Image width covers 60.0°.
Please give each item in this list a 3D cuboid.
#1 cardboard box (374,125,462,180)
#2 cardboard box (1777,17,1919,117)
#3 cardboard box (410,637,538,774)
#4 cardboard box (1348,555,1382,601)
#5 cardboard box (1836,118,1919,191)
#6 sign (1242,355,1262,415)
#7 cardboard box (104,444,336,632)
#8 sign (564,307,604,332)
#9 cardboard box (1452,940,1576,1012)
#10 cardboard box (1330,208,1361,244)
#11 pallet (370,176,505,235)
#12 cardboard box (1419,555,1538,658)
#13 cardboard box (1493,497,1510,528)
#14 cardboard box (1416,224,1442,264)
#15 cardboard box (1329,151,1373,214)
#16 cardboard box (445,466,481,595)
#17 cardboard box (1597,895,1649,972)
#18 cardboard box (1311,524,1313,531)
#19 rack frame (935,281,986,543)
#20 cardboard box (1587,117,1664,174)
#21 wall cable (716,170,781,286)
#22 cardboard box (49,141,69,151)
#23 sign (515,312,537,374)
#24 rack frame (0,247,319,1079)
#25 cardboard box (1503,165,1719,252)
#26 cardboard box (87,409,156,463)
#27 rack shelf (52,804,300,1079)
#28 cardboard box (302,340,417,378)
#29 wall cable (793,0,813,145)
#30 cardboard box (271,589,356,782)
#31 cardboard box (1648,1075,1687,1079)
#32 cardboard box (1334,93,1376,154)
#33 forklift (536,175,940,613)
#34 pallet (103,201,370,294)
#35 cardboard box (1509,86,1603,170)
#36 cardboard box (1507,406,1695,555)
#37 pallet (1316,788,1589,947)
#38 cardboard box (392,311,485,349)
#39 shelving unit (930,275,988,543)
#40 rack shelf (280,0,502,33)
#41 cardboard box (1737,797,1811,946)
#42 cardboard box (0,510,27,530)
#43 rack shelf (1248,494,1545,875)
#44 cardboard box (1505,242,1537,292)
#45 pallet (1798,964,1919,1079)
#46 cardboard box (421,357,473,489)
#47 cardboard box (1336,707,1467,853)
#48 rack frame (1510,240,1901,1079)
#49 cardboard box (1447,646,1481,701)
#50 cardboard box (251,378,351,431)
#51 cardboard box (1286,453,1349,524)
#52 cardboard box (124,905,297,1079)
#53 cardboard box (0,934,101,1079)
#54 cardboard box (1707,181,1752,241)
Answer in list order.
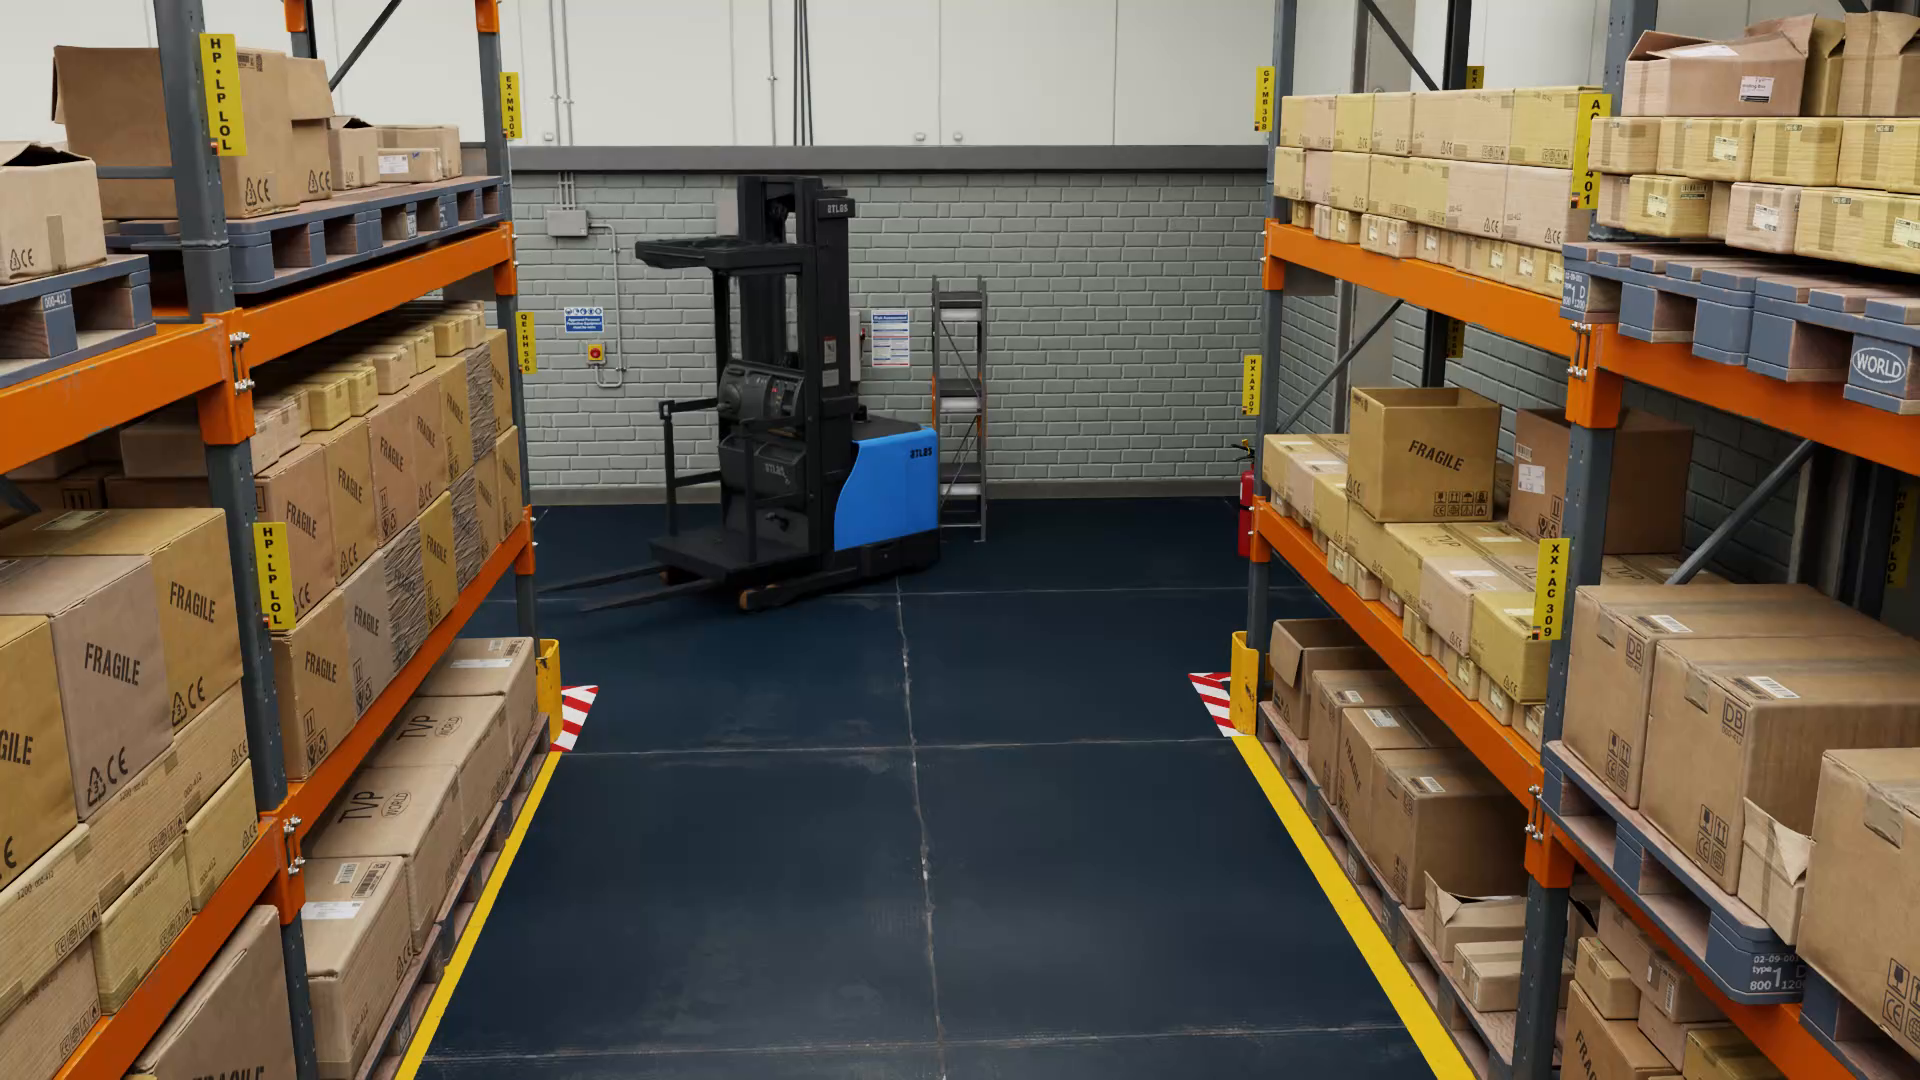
[{"bbox_3d":[-2.704,-1.875,8.033,0.500,0.250,0.500,-2,15,-9],"label":"cardboard box"},{"bbox_3d":[2.467,-1.289,4.530,0.396,0.266,0.258,-1,14,-4],"label":"cardboard box"},{"bbox_3d":[-2.681,0.846,8.518,0.875,0.438,0.875,-1,14,-5],"label":"cardboard box"},{"bbox_3d":[1.946,0.162,7.380,0.380,0.149,0.250,-1,14,-2],"label":"cardboard box"},{"bbox_3d":[2.138,-0.827,3.566,0.380,0.149,0.250,-1,14,-3],"label":"cardboard box"},{"bbox_3d":[1.591,-0.842,9.044,0.100,0.325,0.005,-1,14,-3],"label":"sign"},{"bbox_3d":[-2.362,-0.014,5.354,0.500,0.500,0.500,-1,14,-3],"label":"cardboard box"},{"bbox_3d":[-3.246,-1.901,14.354,0.327,0.218,0.001,-1,14,-3],"label":"sign"},{"bbox_3d":[2.052,1.606,6.142,0.380,0.149,0.250,-1,14,-5],"label":"cardboard box"},{"bbox_3d":[1.897,-1.422,7.519,0.380,0.149,0.250,-1,14,-4],"label":"cardboard box"},{"bbox_3d":[-2.765,-1.579,7.804,1.003,0.211,1.213,-1,14,-3],"label":"pallet"},{"bbox_3d":[2.059,0.244,6.260,0.500,0.250,0.500,-1,14,-3],"label":"cardboard box"},{"bbox_3d":[2.514,-0.011,7.254,0.500,0.250,0.500,-1,14,-4],"label":"cardboard box"},{"bbox_3d":[2.023,-1.171,6.543,0.380,0.149,0.250,-1,14,-3],"label":"cardboard box"},{"bbox_3d":[1.958,-1.588,7.361,0.500,0.250,0.500,-1,14,-5],"label":"cardboard box"},{"bbox_3d":[-2.470,-0.034,7.437,0.500,0.500,0.500,0,14,-2],"label":"cardboard box"},{"bbox_3d":[2.197,1.205,5.100,0.380,0.149,0.250,-1,14,-4],"label":"cardboard box"},{"bbox_3d":[1.992,-0.097,8.386,0.380,0.149,0.250,-1,14,-4],"label":"cardboard box"},{"bbox_3d":[0.005,-0.997,13.189,0.400,2.100,0.015,-1,14,-3],"label":"rack frame"},{"bbox_3d":[1.961,-1.083,4.558,0.380,0.149,0.250,0,14,-2],"label":"cardboard box"},{"bbox_3d":[-1.780,-2.273,14.301,0.588,1.984,0.122,-1,14,-3],"label":"wall cable"},{"bbox_3d":[-2.933,-1.153,5.193,0.396,0.266,0.258,0,14,-2],"label":"cardboard box"},{"bbox_3d":[-2.279,-1.034,8.728,0.100,0.325,0.005,-1,14,-3],"label":"sign"},{"bbox_3d":[-2.574,0.641,5.016,1.000,3.000,0.127,-1,14,-3],"label":"rack frame"},{"bbox_3d":[2.100,-1.077,5.377,0.500,0.250,0.500,-1,14,-3],"label":"cardboard box"},{"bbox_3d":[-2.819,-0.345,5.338,0.380,0.149,0.250,-1,14,-2],"label":"cardboard box"},{"bbox_3d":[-2.450,1.487,3.173,1.077,0.370,4.000,-1,14,-3],"label":"rack shelf"},{"bbox_3d":[-2.468,-0.733,6.845,0.380,0.149,0.250,0,14,-2],"label":"cardboard box"},{"bbox_3d":[0.078,-4.733,13.785,2.988,3.039,0.133,-1,14,-3],"label":"wall cable"},{"bbox_3d":[-2.342,0.472,5.473,0.500,0.500,0.500,0,14,-2],"label":"cardboard box"},{"bbox_3d":[2.228,1.826,4.582,0.500,0.500,0.500,-1,14,-4],"label":"cardboard box"},{"bbox_3d":[1.966,-1.832,7.308,0.500,0.250,0.500,-1,14,-4],"label":"cardboard box"},{"bbox_3d":[-1.578,-1.057,11.751,3.031,2.935,1.130,-13,19,-41],"label":"forklift"},{"bbox_3d":[-2.614,-0.973,5.445,1.003,0.211,1.213,-1,14,-3],"label":"pallet"},{"bbox_3d":[2.108,-1.325,5.337,0.500,0.250,0.500,-1,14,-3],"label":"cardboard box"},{"bbox_3d":[2.553,-0.246,6.661,0.500,0.500,0.500,-1,14,-5],"label":"cardboard box"},{"bbox_3d":[2.260,1.439,7.511,1.003,0.211,1.213,-1,14,-3],"label":"pallet"},{"bbox_3d":[-2.460,-0.989,7.842,0.380,0.149,0.250,-1,14,-4],"label":"cardboard box"},{"bbox_3d":[-0.010,-1.058,13.425,0.431,2.100,0.503,-1,14,-3],"label":"shelving unit"},{"bbox_3d":[-2.698,-2.220,6.341,1.077,0.370,4.000,-1,14,-3],"label":"rack shelf"},{"bbox_3d":[2.083,0.776,3.916,0.396,0.266,0.258,0,14,-1],"label":"cardboard box"},{"bbox_3d":[-2.834,0.222,4.437,0.500,0.500,0.500,-1,14,-3],"label":"cardboard box"},{"bbox_3d":[2.256,0.414,7.341,1.077,0.370,4.000,-1,14,-3],"label":"rack shelf"},{"bbox_3d":[2.051,-0.914,5.542,0.380,0.149,0.250,-1,14,-4],"label":"cardboard box"},{"bbox_3d":[2.503,1.167,3.355,1.003,0.211,1.213,-1,14,-3],"label":"pallet"},{"bbox_3d":[-2.465,-0.518,7.312,0.500,0.500,0.500,-1,14,-4],"label":"cardboard box"},{"bbox_3d":[2.023,1.075,7.501,0.500,0.500,0.500,-1,14,-2],"label":"cardboard box"},{"bbox_3d":[2.380,0.563,5.318,1.000,3.000,0.127,-1,14,-3],"label":"rack frame"},{"bbox_3d":[2.030,0.481,6.142,0.380,0.149,0.250,-1,14,-2],"label":"cardboard box"},{"bbox_3d":[-2.379,-0.478,5.854,0.380,0.149,0.250,-1,14,-4],"label":"cardboard box"},{"bbox_3d":[1.923,-0.261,8.224,0.500,0.250,0.500,-1,14,-3],"label":"cardboard box"},{"bbox_3d":[-2.456,1.619,4.634,0.875,0.875,0.875,0,14,-2],"label":"cardboard box"},{"bbox_3d":[-2.252,1.073,3.635,0.500,0.250,0.500,-1,14,-5],"label":"cardboard box"},{"bbox_3d":[2.096,-0.813,4.107,0.380,0.149,0.250,-1,14,-3],"label":"cardboard box"}]
